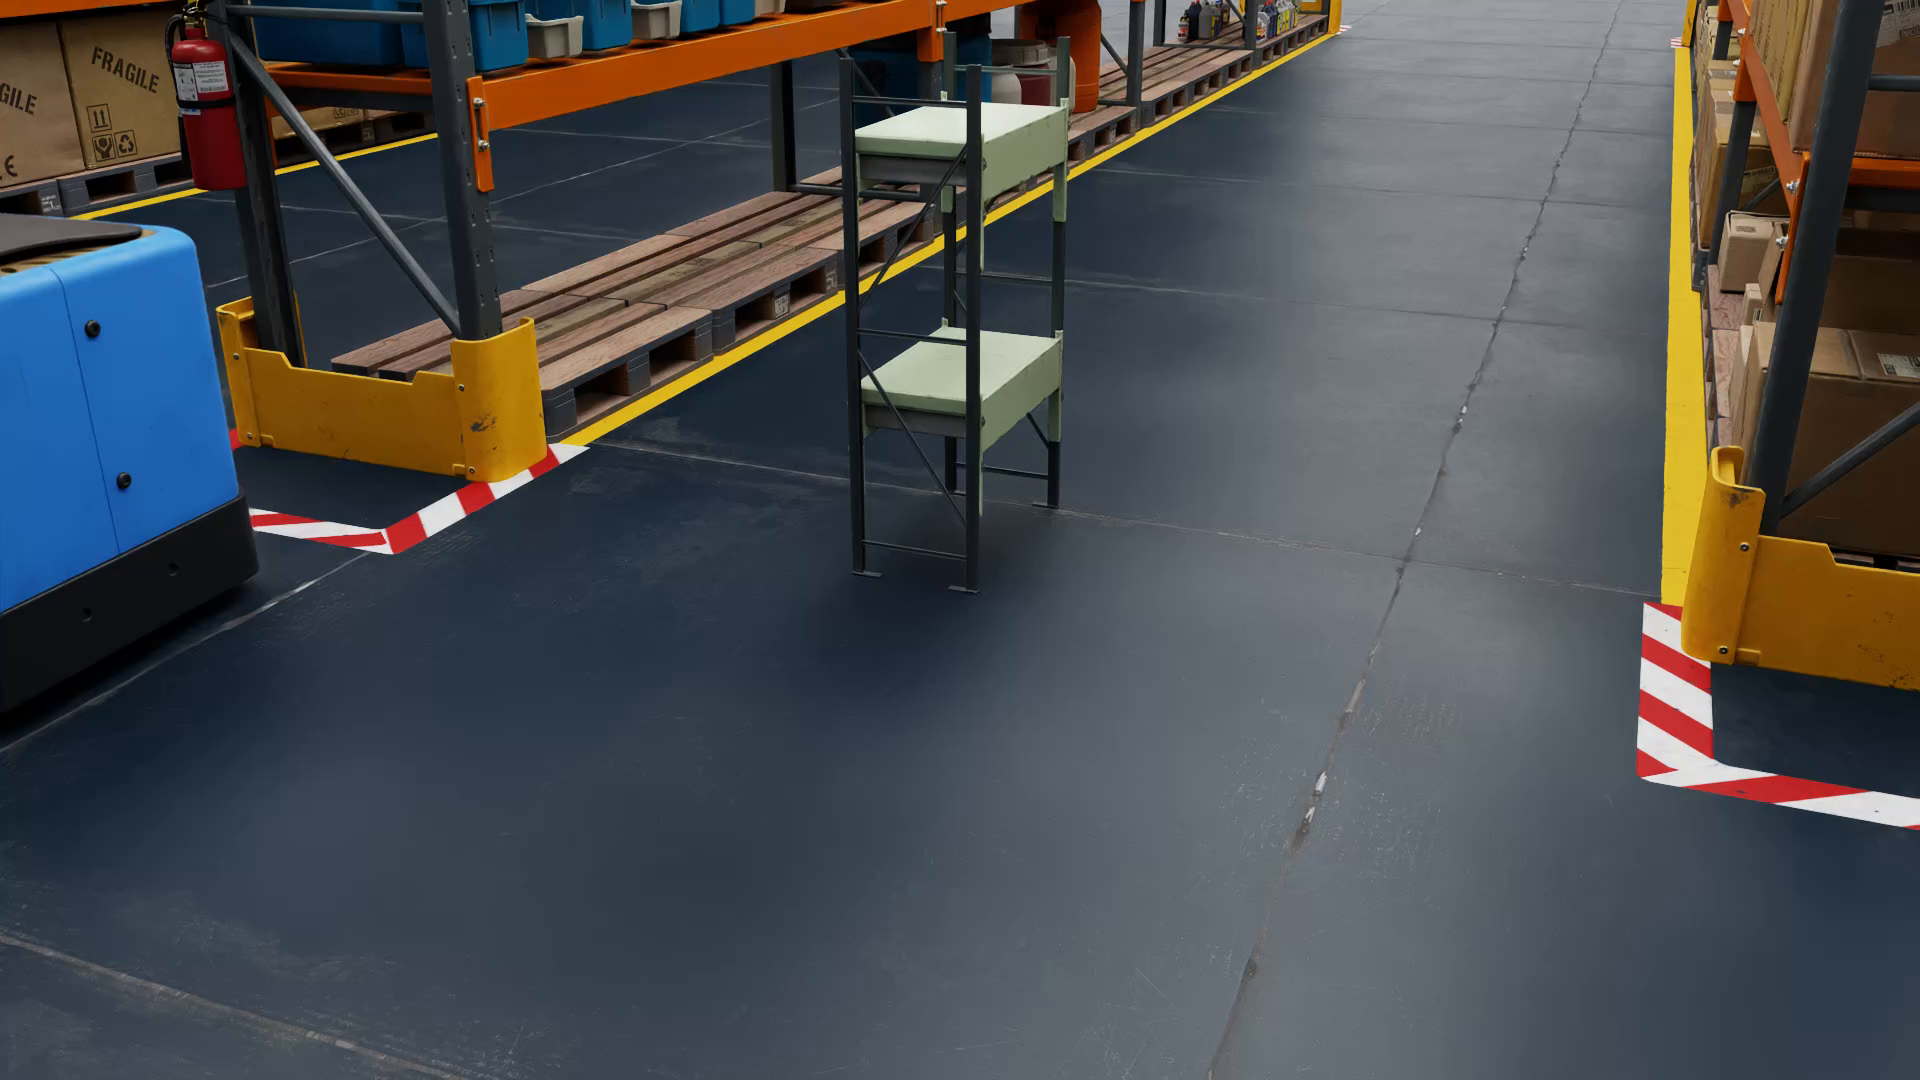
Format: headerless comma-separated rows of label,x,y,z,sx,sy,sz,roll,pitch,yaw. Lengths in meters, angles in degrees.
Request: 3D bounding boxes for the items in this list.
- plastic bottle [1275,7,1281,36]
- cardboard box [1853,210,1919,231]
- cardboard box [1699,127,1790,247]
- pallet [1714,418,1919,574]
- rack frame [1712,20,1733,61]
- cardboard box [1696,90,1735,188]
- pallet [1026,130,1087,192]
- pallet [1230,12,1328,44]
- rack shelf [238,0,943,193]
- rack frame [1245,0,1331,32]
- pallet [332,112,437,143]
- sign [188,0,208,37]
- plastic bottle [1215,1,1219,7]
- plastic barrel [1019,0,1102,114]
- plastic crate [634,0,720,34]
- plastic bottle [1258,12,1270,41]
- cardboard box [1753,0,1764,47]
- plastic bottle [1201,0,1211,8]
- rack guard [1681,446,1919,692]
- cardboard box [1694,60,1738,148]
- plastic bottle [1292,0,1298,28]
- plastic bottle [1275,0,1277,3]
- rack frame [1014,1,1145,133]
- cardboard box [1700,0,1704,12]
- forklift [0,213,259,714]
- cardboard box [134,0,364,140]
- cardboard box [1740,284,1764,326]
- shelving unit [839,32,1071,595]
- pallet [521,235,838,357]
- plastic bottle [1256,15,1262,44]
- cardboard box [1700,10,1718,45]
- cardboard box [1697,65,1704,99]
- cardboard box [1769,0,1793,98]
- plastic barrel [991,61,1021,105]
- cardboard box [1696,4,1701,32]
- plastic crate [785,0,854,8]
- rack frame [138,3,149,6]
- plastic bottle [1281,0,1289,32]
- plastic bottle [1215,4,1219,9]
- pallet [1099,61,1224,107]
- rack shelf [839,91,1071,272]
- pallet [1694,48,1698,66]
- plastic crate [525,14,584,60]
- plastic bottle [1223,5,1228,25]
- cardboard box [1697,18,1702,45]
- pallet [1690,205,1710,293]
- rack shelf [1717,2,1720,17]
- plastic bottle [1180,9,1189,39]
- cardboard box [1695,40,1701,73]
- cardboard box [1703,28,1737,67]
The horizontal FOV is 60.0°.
plastic bottle,3.243,-5.322,17.052,0.061,0.283,0.133,10,25,22
cardboard box,4.065,-1.254,7.032,0.500,0.500,0.500,9,24,20
cardboard box,3.931,-1.716,8.139,0.500,0.500,0.500,9,24,20
pallet,2.851,-0.043,5.080,1.003,0.211,1.213,9,24,20
rack frame,5.499,-3.880,10.648,1.000,3.000,0.127,9,24,20
cardboard box,4.495,-2.253,9.425,0.500,0.500,0.500,8,24,18
pallet,0.193,-2.581,11.155,1.003,0.211,1.213,9,24,20
pallet,3.582,-5.843,18.964,1.003,0.211,1.213,9,24,20
rack shelf,-1.327,-2.112,7.347,1.077,0.370,4.000,9,24,20
rack frame,3.873,-7.453,19.202,1.000,3.000,0.127,9,24,20
pallet,-4.515,-3.307,12.892,1.003,0.211,1.213,9,24,20
sign,-2.587,-1.876,5.638,0.100,0.325,0.005,9,24,20
plastic bottle,2.746,-5.635,17.817,0.097,0.271,0.097,0,23,0
plastic barrel,0.736,-3.606,12.261,0.600,0.830,0.708,9,24,20
plastic crate,-1.184,-2.191,6.742,0.416,0.233,0.300,9,24,20
plastic bottle,3.007,-5.139,16.625,0.152,0.276,0.135,10,25,22
cardboard box,3.384,-2.168,6.418,0.500,0.500,0.500,9,24,21
plastic bottle,2.550,-5.459,17.293,0.144,0.351,0.185,9,24,20
rack guard,2.556,0.109,4.341,1.175,0.500,0.348,9,24,20
cardboard box,5.065,-2.808,10.753,0.500,0.500,0.500,10,25,22
plastic bottle,3.572,-5.639,17.811,0.061,0.283,0.133,9,24,21
plastic bottle,3.380,-5.612,17.747,0.061,0.283,0.133,9,24,20
rack frame,0.902,-4.591,12.349,1.000,3.000,0.127,9,24,20
cardboard box,7.881,-5.675,16.994,0.500,0.500,0.500,9,24,20
forklift,-3.618,-1.213,4.351,3.031,2.935,1.130,8,24,17
cardboard box,-4.964,-3.314,11.503,1.225,0.875,0.875,9,24,20
cardboard box,3.345,-0.914,6.652,0.380,0.166,0.250,9,24,20
shelving unit,0.002,-0.694,4.967,0.431,1.500,0.755,9,24,20
pallet,-1.273,-1.166,7.767,1.003,0.211,1.213,9,24,20
plastic bottle,2.913,-5.017,16.339,0.097,0.271,0.097,0,23,0
cardboard box,6.409,-4.205,13.720,0.500,0.311,0.500,8,24,19
cardboard box,6.034,-3.577,12.945,0.500,0.250,0.500,9,24,21
cardboard box,2.821,-1.627,5.123,0.500,0.500,0.500,9,24,20
plastic barrel,0.189,-2.840,10.840,0.421,0.512,0.421,0,23,0
cardboard box,8.065,-5.508,17.567,0.500,0.250,0.500,9,24,20
plastic crate,-0.751,-2.621,7.912,0.437,0.125,0.590,9,24,20
rack frame,-5.183,-3.868,10.619,1.000,3.000,0.127,9,24,20
plastic bottle,3.370,-5.518,17.436,0.144,0.351,0.185,10,25,22
plastic bottle,2.655,-5.422,17.293,0.061,0.283,0.133,9,24,20
pallet,1.680,-4.011,14.578,1.003,0.211,1.213,9,24,20
rack shelf,0.002,-1.055,4.816,0.431,0.370,0.720,9,24,20
pallet,7.771,-4.742,16.328,1.003,0.211,1.213,9,24,20
plastic crate,-1.477,-1.778,5.879,0.250,0.136,0.298,9,24,20
plastic bottle,2.872,-5.724,18.122,0.097,0.201,0.097,0,23,0
cardboard box,7.506,-4.971,16.283,0.500,0.250,0.500,9,24,20
pallet,4.280,-1.458,8.468,1.003,0.211,1.213,9,24,20
rack shelf,6.242,-4.264,12.500,1.077,0.370,4.000,9,24,20
plastic bottle,2.260,-5.191,16.739,0.061,0.283,0.133,10,25,23
cardboard box,6.605,-4.128,14.263,0.500,0.250,0.500,8,24,19
cardboard box,5.842,-3.654,12.401,0.500,0.311,0.500,9,24,20
